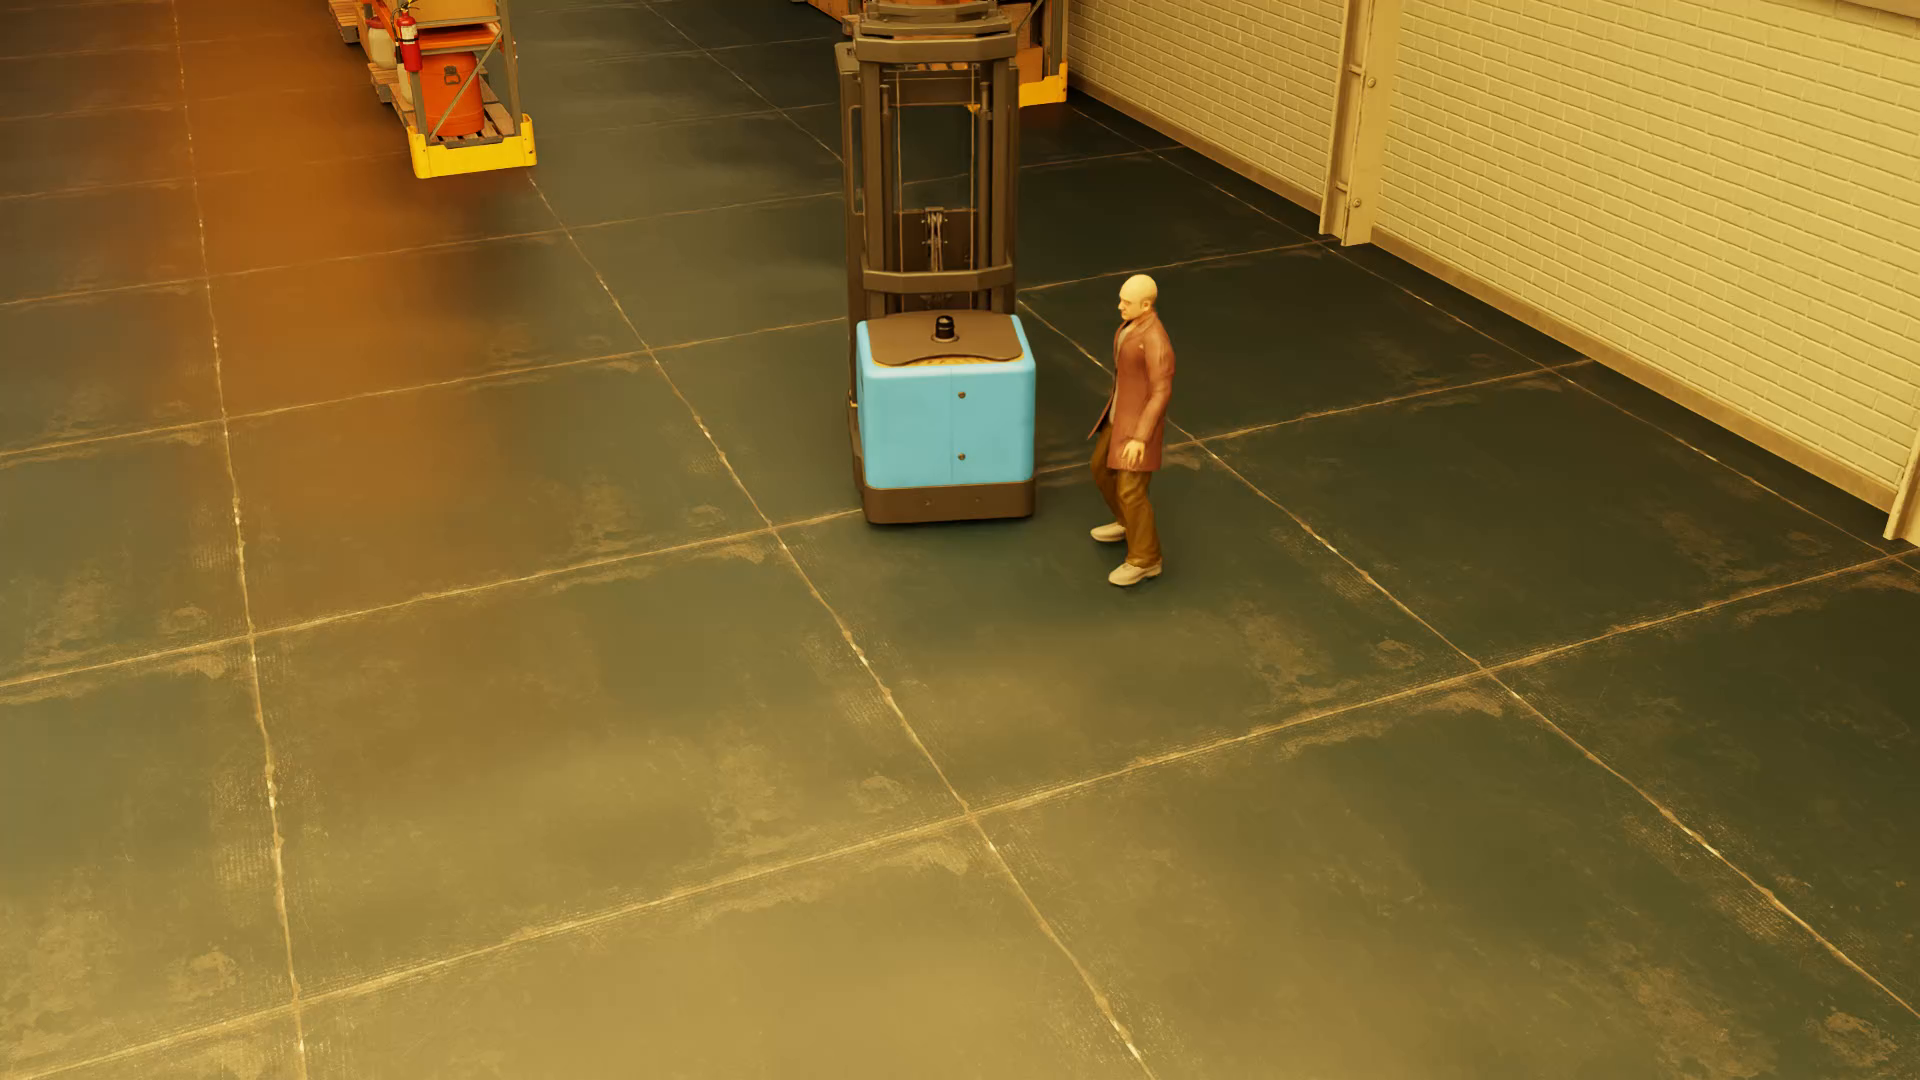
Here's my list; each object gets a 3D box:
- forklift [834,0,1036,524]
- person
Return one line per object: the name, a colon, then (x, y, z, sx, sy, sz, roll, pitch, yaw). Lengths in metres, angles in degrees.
forklift: (-0.211, -2.076, 10.751, 1.130, 2.935, 3.031, -3, 30, -5)
person: (0.966, -0.680, 9.495, 0.426, 1.750, 0.826, -4, 30, -8)
